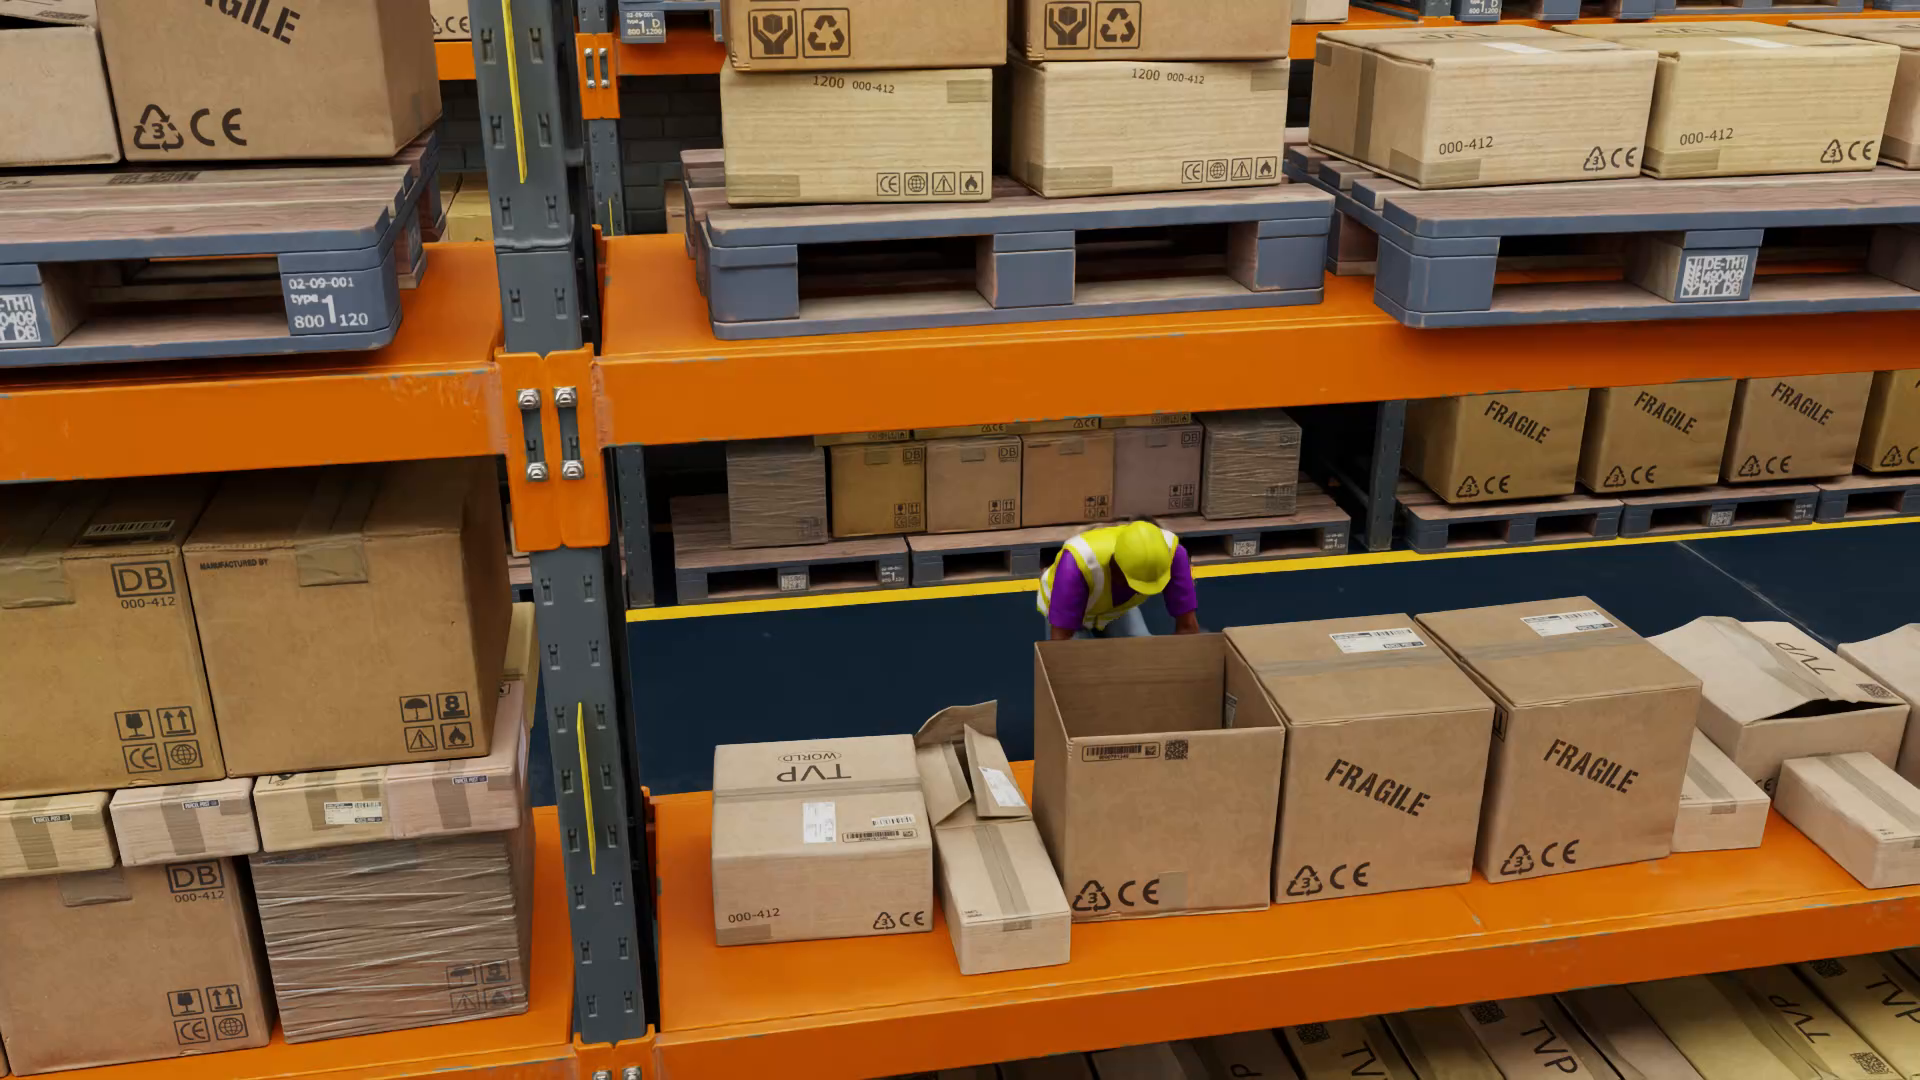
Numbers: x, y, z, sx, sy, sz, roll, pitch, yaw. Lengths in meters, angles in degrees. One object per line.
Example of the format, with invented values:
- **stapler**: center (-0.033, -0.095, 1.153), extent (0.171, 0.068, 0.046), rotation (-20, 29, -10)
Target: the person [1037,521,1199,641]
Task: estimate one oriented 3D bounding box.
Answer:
- **person**: center (0.631, 0.398, 6.796), extent (0.625, 1.250, 0.828), rotation (-4, 24, -10)
